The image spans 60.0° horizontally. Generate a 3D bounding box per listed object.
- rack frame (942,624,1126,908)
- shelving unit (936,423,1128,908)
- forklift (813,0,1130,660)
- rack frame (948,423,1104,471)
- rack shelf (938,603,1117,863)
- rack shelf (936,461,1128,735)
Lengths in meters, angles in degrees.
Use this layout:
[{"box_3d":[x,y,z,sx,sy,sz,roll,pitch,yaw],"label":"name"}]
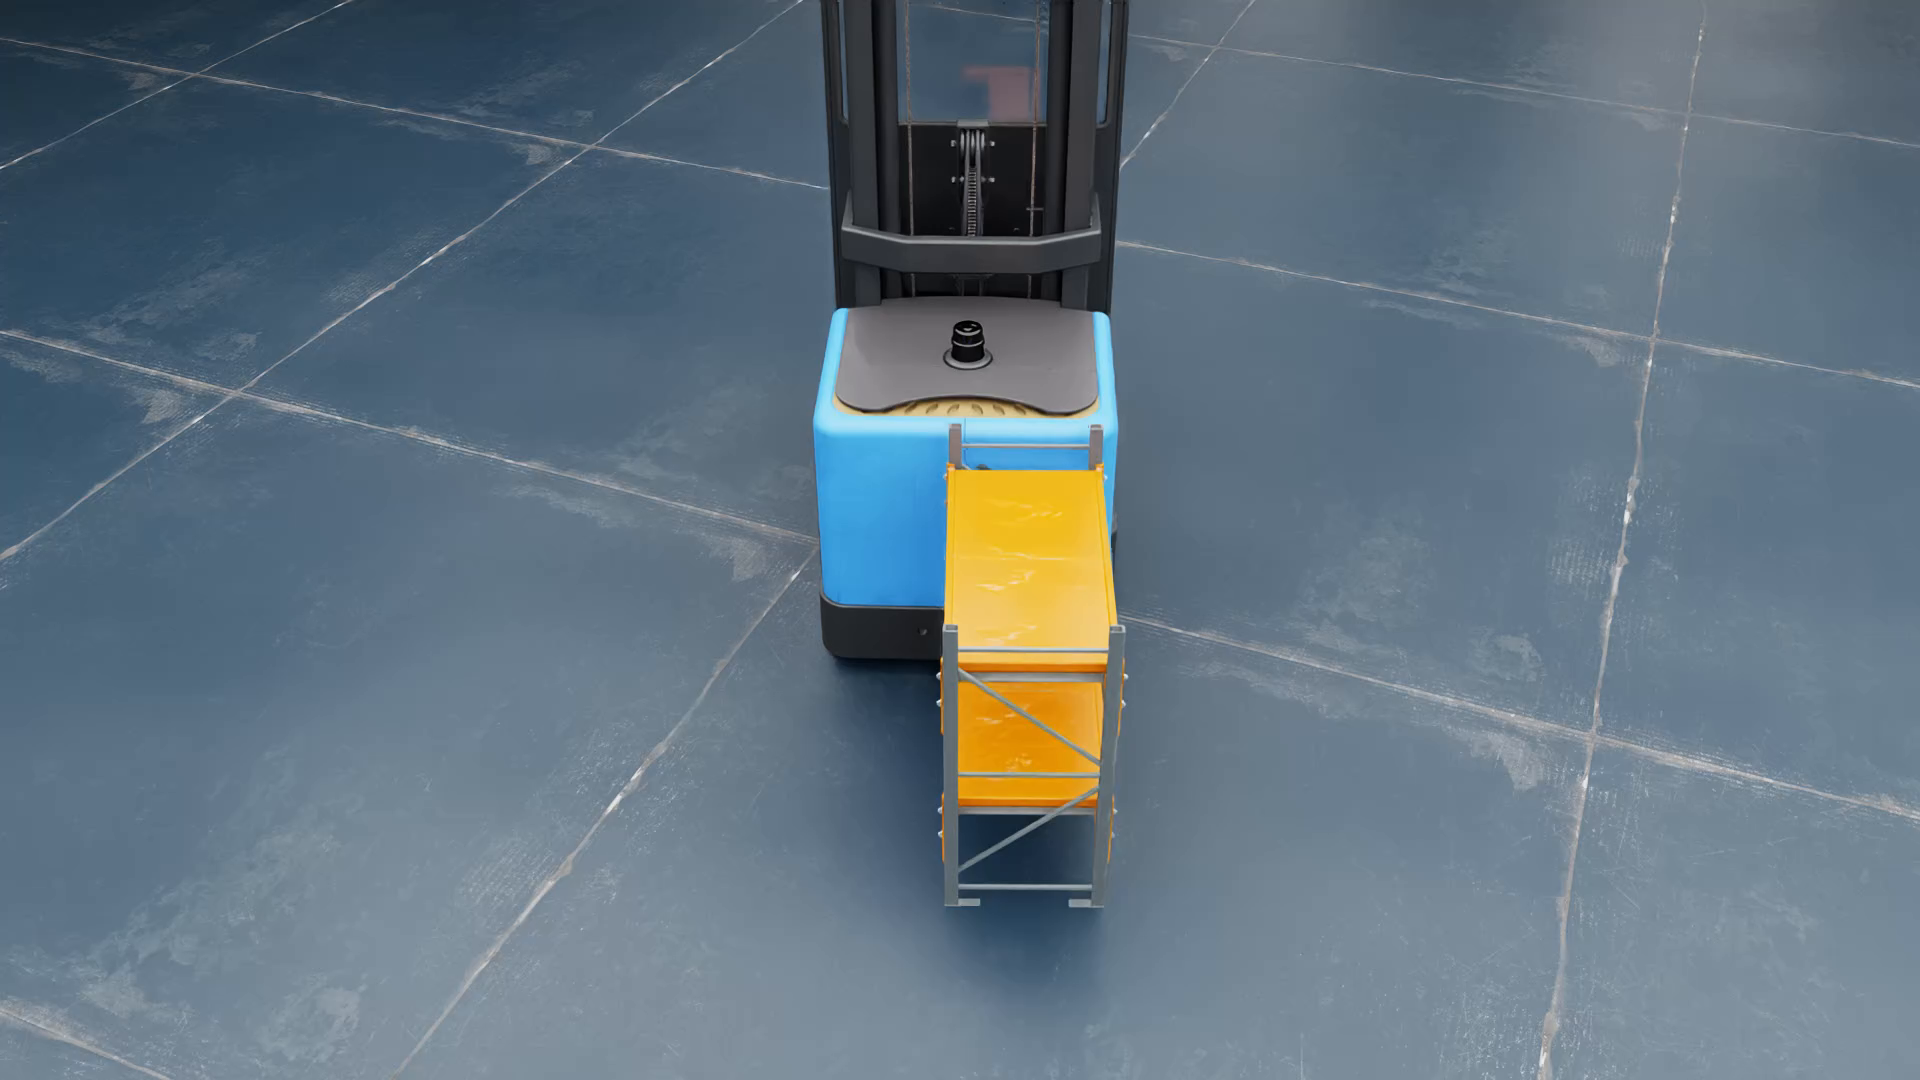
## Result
[{"box_3d":[0.202,0.692,4.885,0.500,1.125,0.032,0,37,0],"label":"rack frame"},{"box_3d":[0.208,0.388,5.292,0.538,1.125,1.048,0,37,0],"label":"shelving unit"},{"box_3d":[0.060,-1.585,6.422,1.130,2.935,3.031,1,37,1],"label":"forklift"},{"box_3d":[0.213,0.083,5.699,0.500,1.125,0.032,0,37,0],"label":"rack frame"},{"box_3d":[0.208,0.583,5.438,0.538,0.278,1.000,0,37,0],"label":"rack shelf"},{"box_3d":[0.208,0.153,5.117,0.538,0.278,1.000,0,37,0],"label":"rack shelf"}]
